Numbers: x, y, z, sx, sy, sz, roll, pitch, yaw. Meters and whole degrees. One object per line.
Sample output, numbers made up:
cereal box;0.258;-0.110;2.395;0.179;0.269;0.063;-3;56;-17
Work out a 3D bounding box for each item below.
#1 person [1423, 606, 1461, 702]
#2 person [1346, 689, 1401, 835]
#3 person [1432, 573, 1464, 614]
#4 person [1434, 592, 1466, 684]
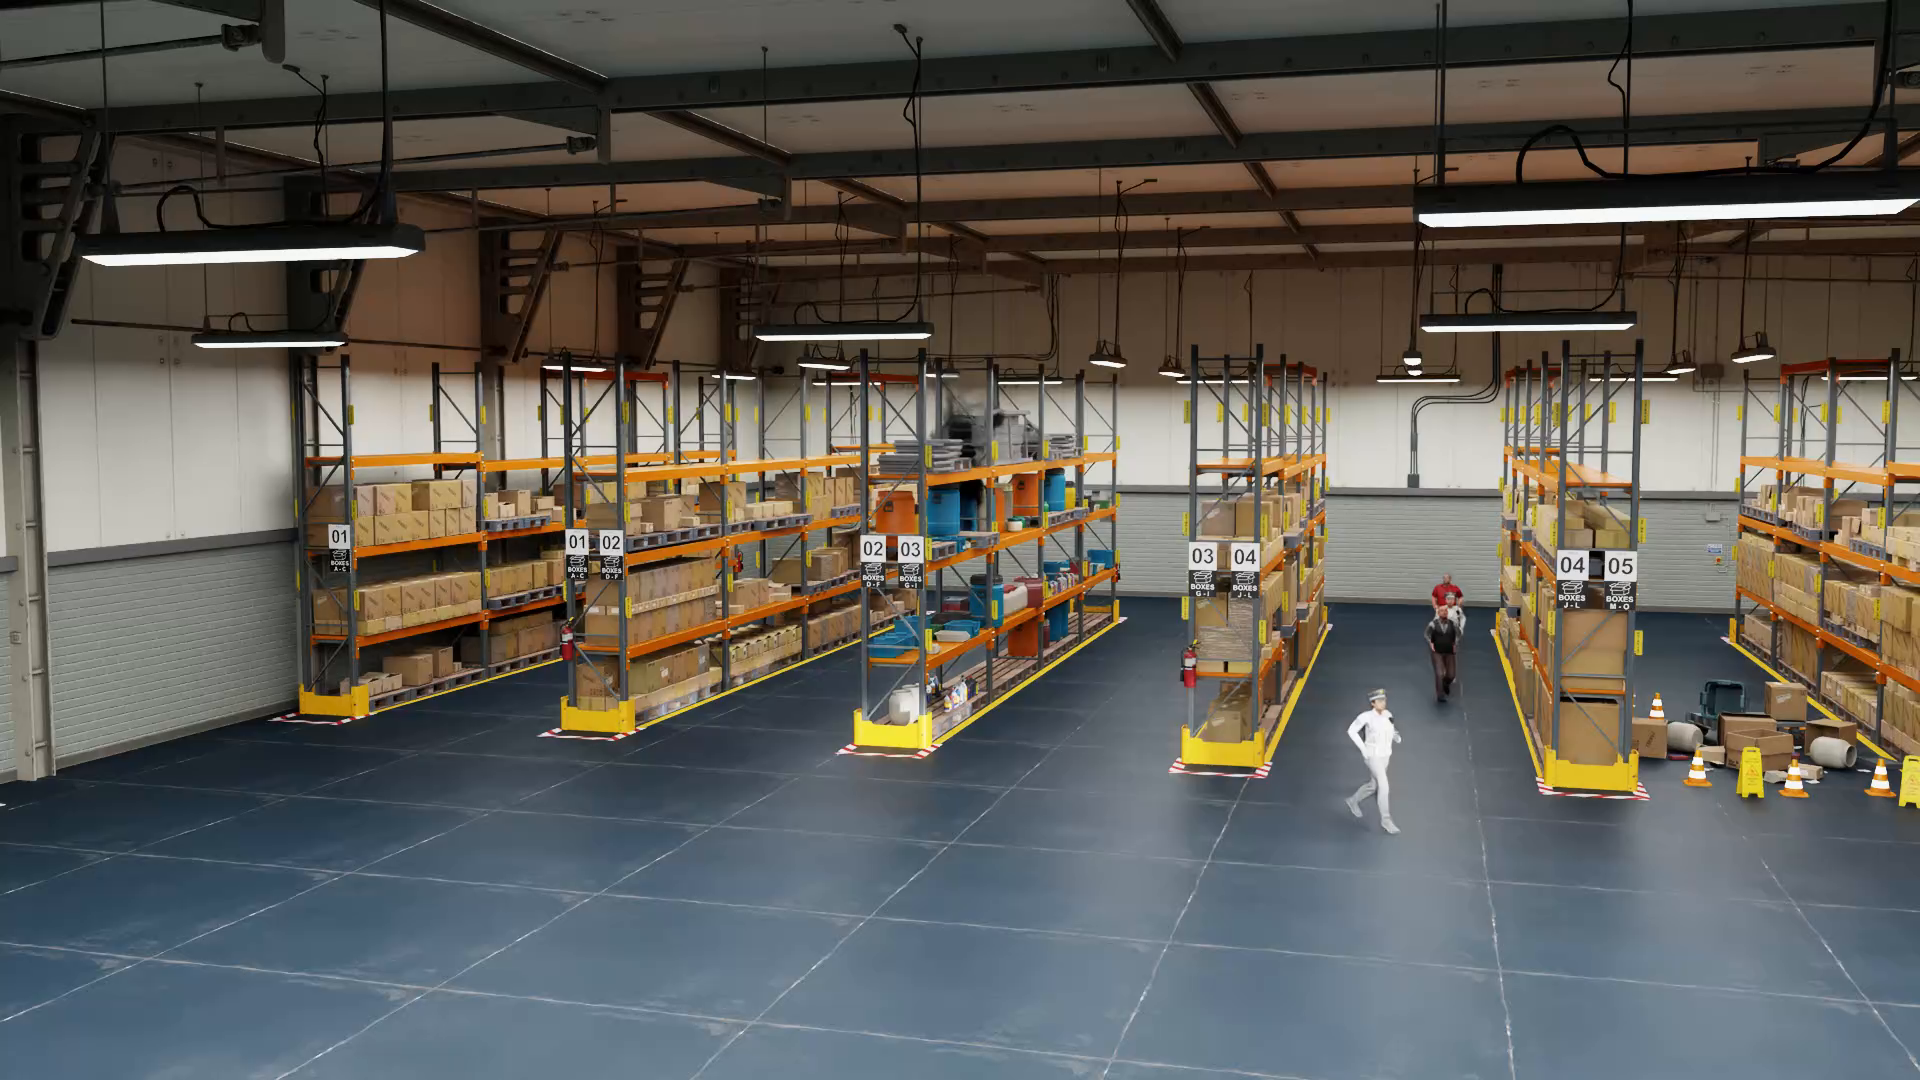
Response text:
person;8.439;1.985;29.099;0.657;1.671;0.612;1;4;7
person;5.058;2.646;20.215;0.598;1.709;0.869;-3;5;-33
person;10.260;1.546;35.019;0.655;1.701;0.652;1;5;18
person;9.218;1.809;31.290;0.616;1.692;0.901;1;4;10
